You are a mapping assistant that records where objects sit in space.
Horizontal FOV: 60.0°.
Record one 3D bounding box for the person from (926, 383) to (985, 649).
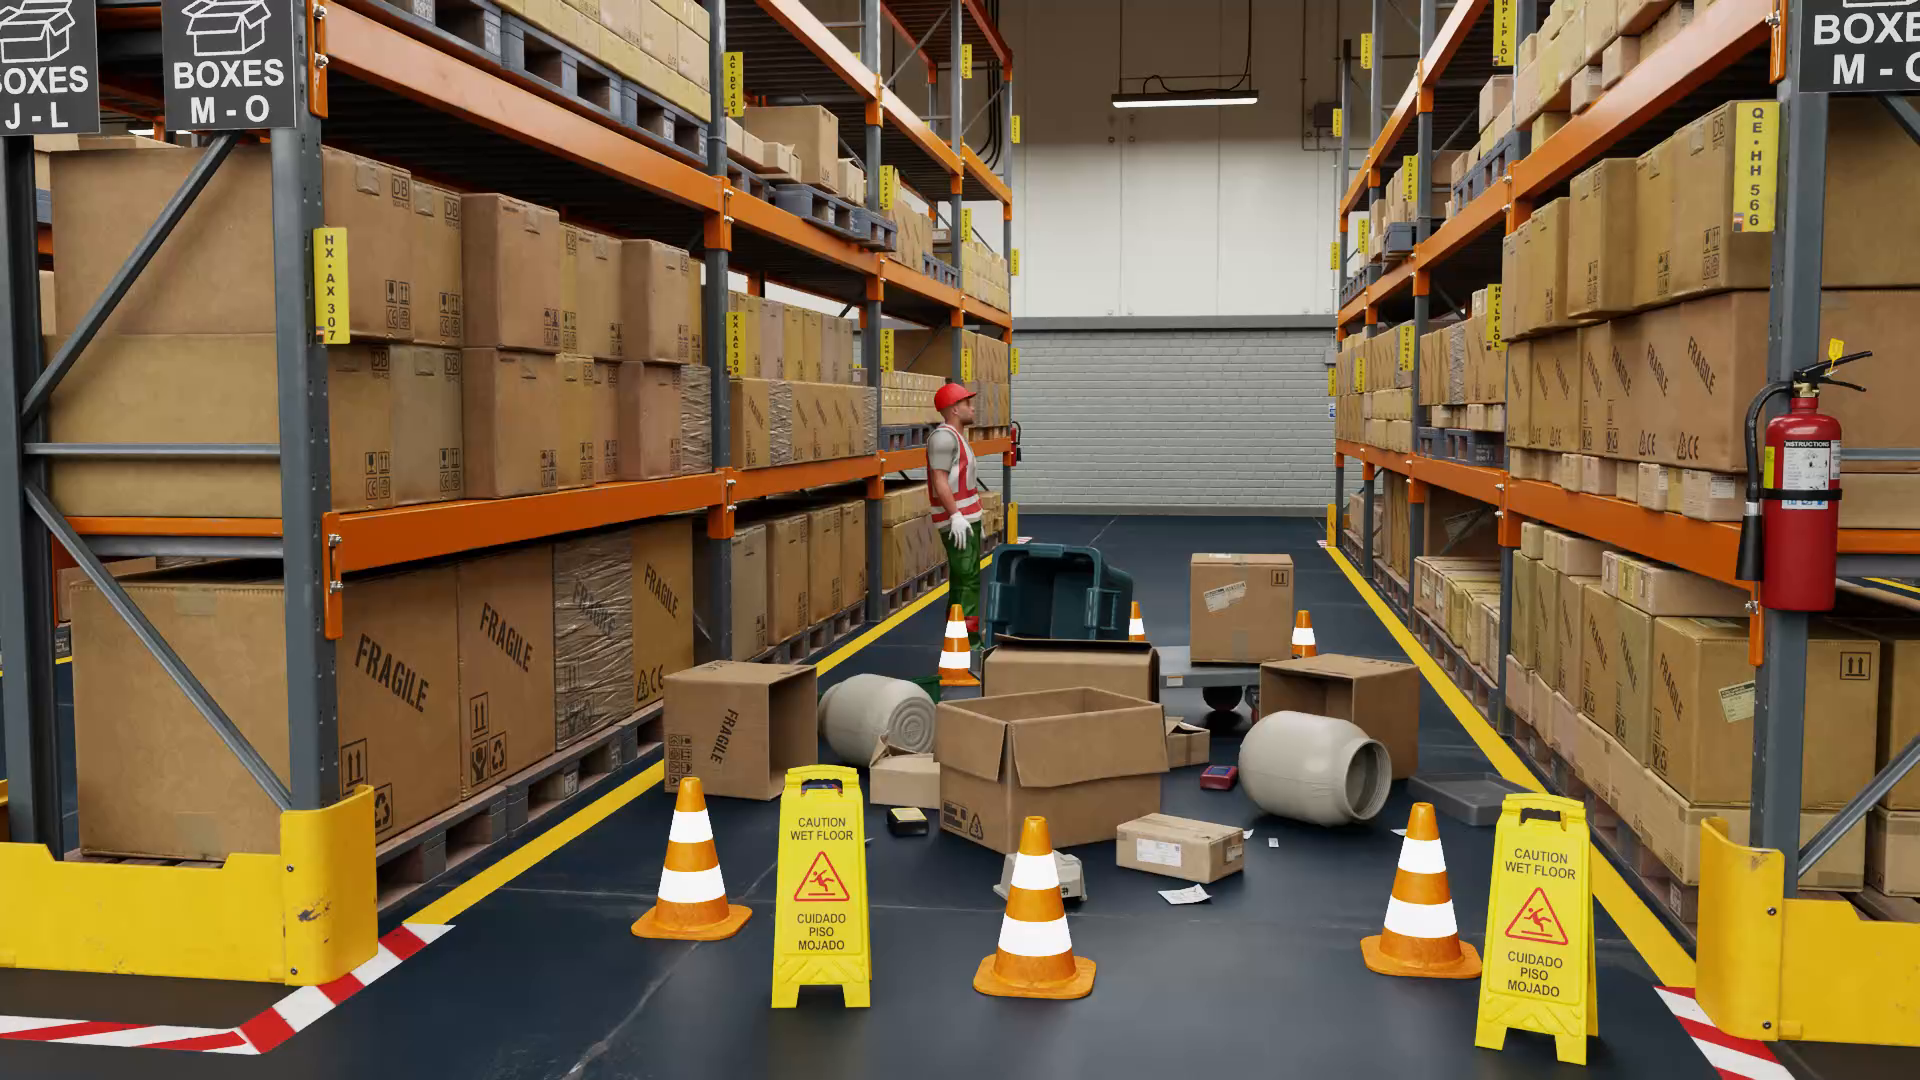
[{"bbox_3d":[0.077,-0.083,10.377,0.565,1.787,0.638,1,4,9],"label":"person"}]
